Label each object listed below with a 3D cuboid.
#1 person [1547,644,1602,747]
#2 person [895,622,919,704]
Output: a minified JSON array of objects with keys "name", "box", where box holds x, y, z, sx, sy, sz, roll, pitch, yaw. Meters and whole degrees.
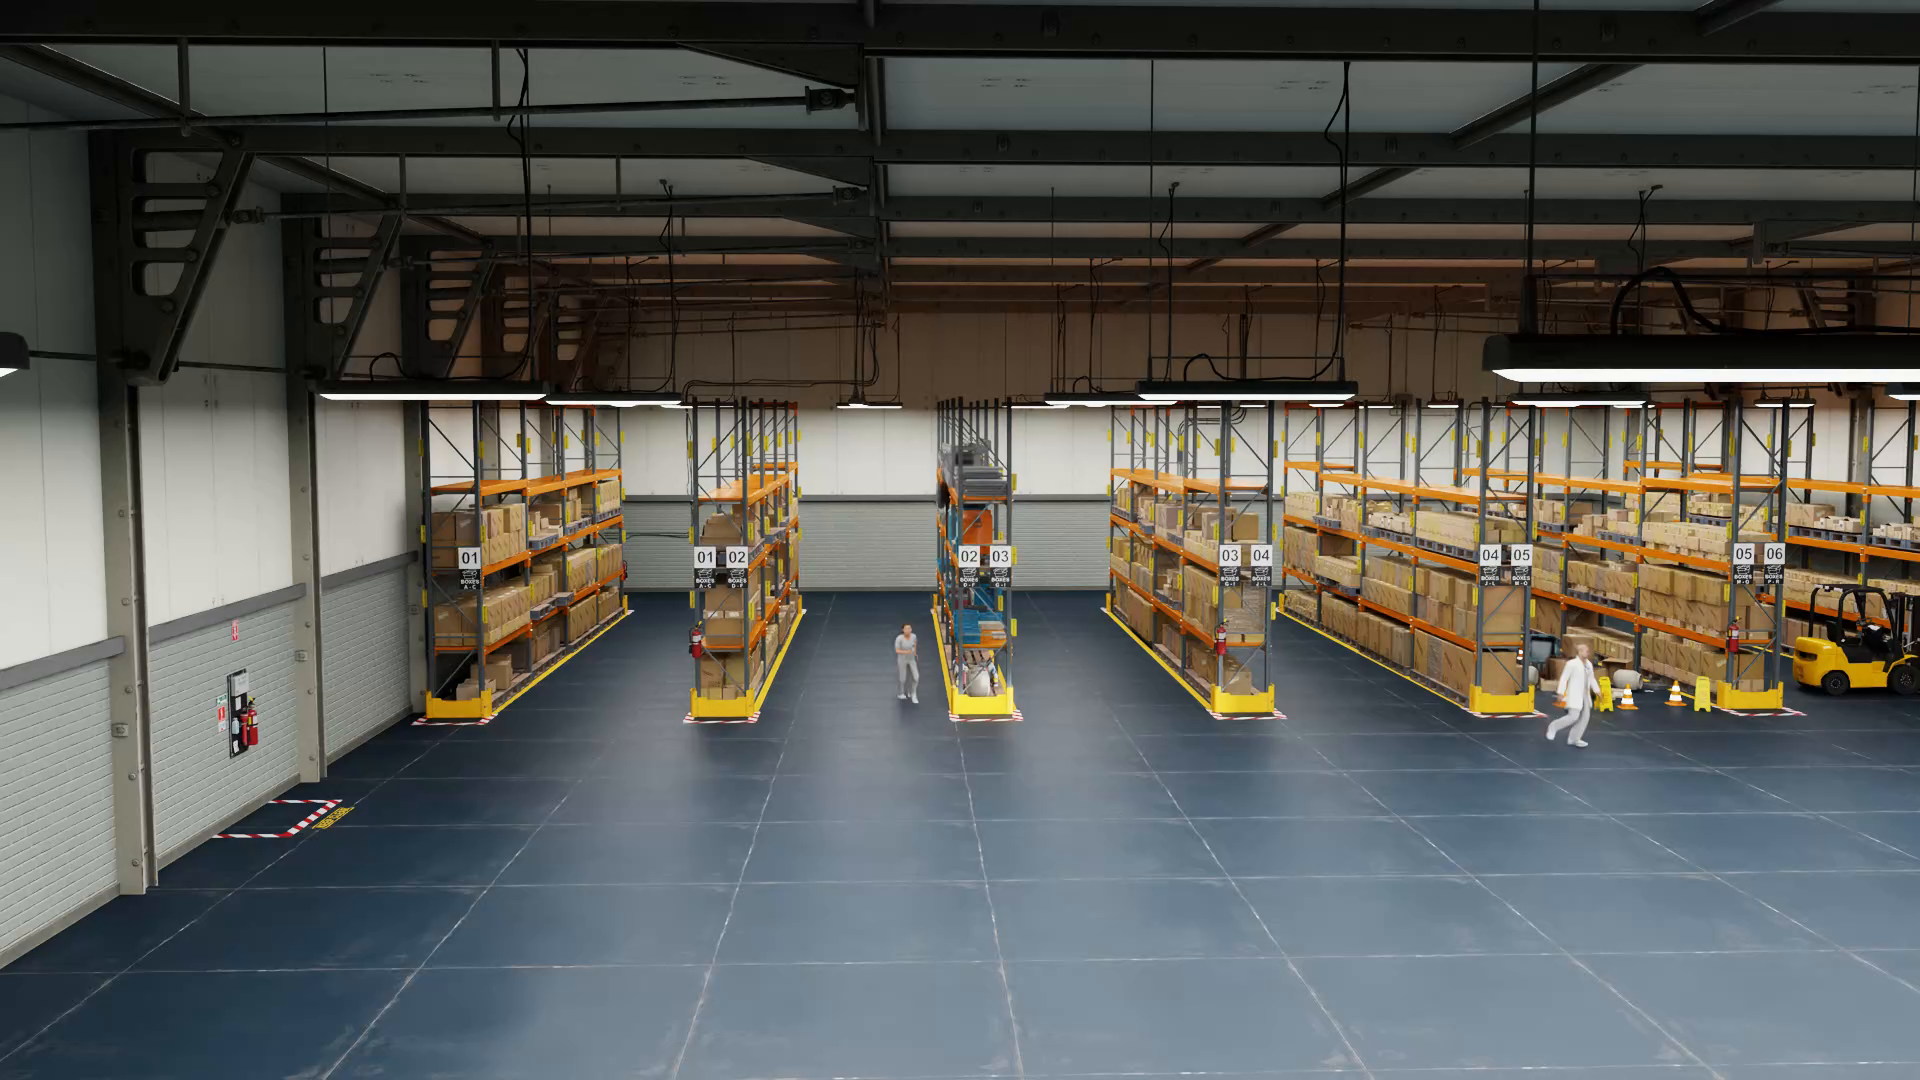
[{"name":"person","box":[10.502,2.647,28.474,0.749,1.751,0.733,-3,5,-32]},{"name":"person","box":[-1.052,2.395,32.546,0.506,1.612,0.920,-1,5,-14]}]
